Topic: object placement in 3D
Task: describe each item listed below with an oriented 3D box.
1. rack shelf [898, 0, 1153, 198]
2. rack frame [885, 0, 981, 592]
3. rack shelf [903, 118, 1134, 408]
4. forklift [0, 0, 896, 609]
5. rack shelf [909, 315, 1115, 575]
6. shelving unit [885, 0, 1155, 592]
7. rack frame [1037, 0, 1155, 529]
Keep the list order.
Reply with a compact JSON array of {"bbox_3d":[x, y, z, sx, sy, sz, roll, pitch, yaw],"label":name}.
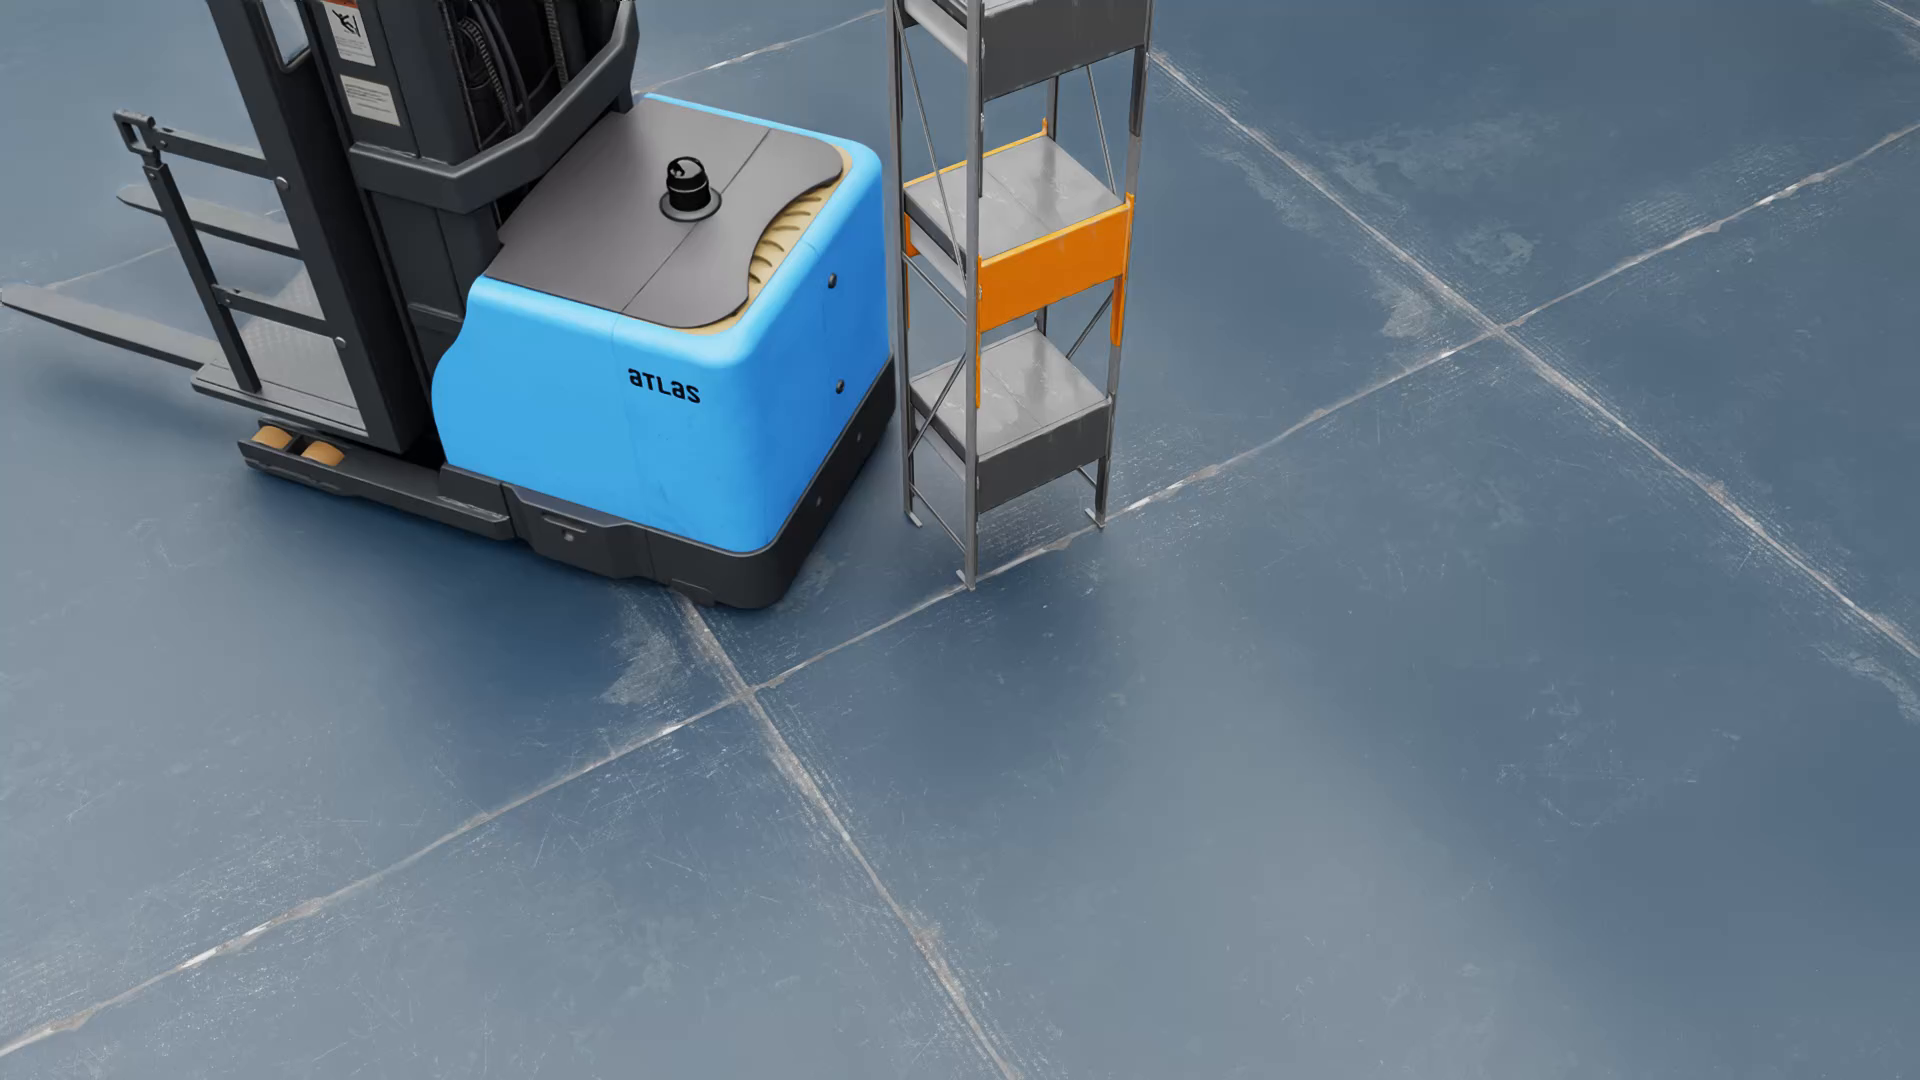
[{"bbox_3d":[0.140,-1.221,4.012,0.480,0.518,0.431,-25,53,-21],"label":"rack shelf"},{"bbox_3d":[-0.066,-0.667,4.438,0.015,2.100,0.400,-25,53,-21],"label":"rack frame"},{"bbox_3d":[0.140,-0.755,4.535,0.480,0.518,0.431,-25,53,-21],"label":"rack shelf"},{"bbox_3d":[-1.782,-1.479,4.604,3.031,2.935,1.130,17,50,14],"label":"forklift"},{"bbox_3d":[0.140,-0.290,5.058,0.480,0.518,0.431,-25,53,-21],"label":"rack shelf"},{"bbox_3d":[0.140,-0.764,4.525,0.503,2.100,0.431,-25,53,-21],"label":"shelving unit"},{"bbox_3d":[0.346,-0.861,4.611,0.015,2.100,0.400,-25,53,-21],"label":"rack frame"}]
